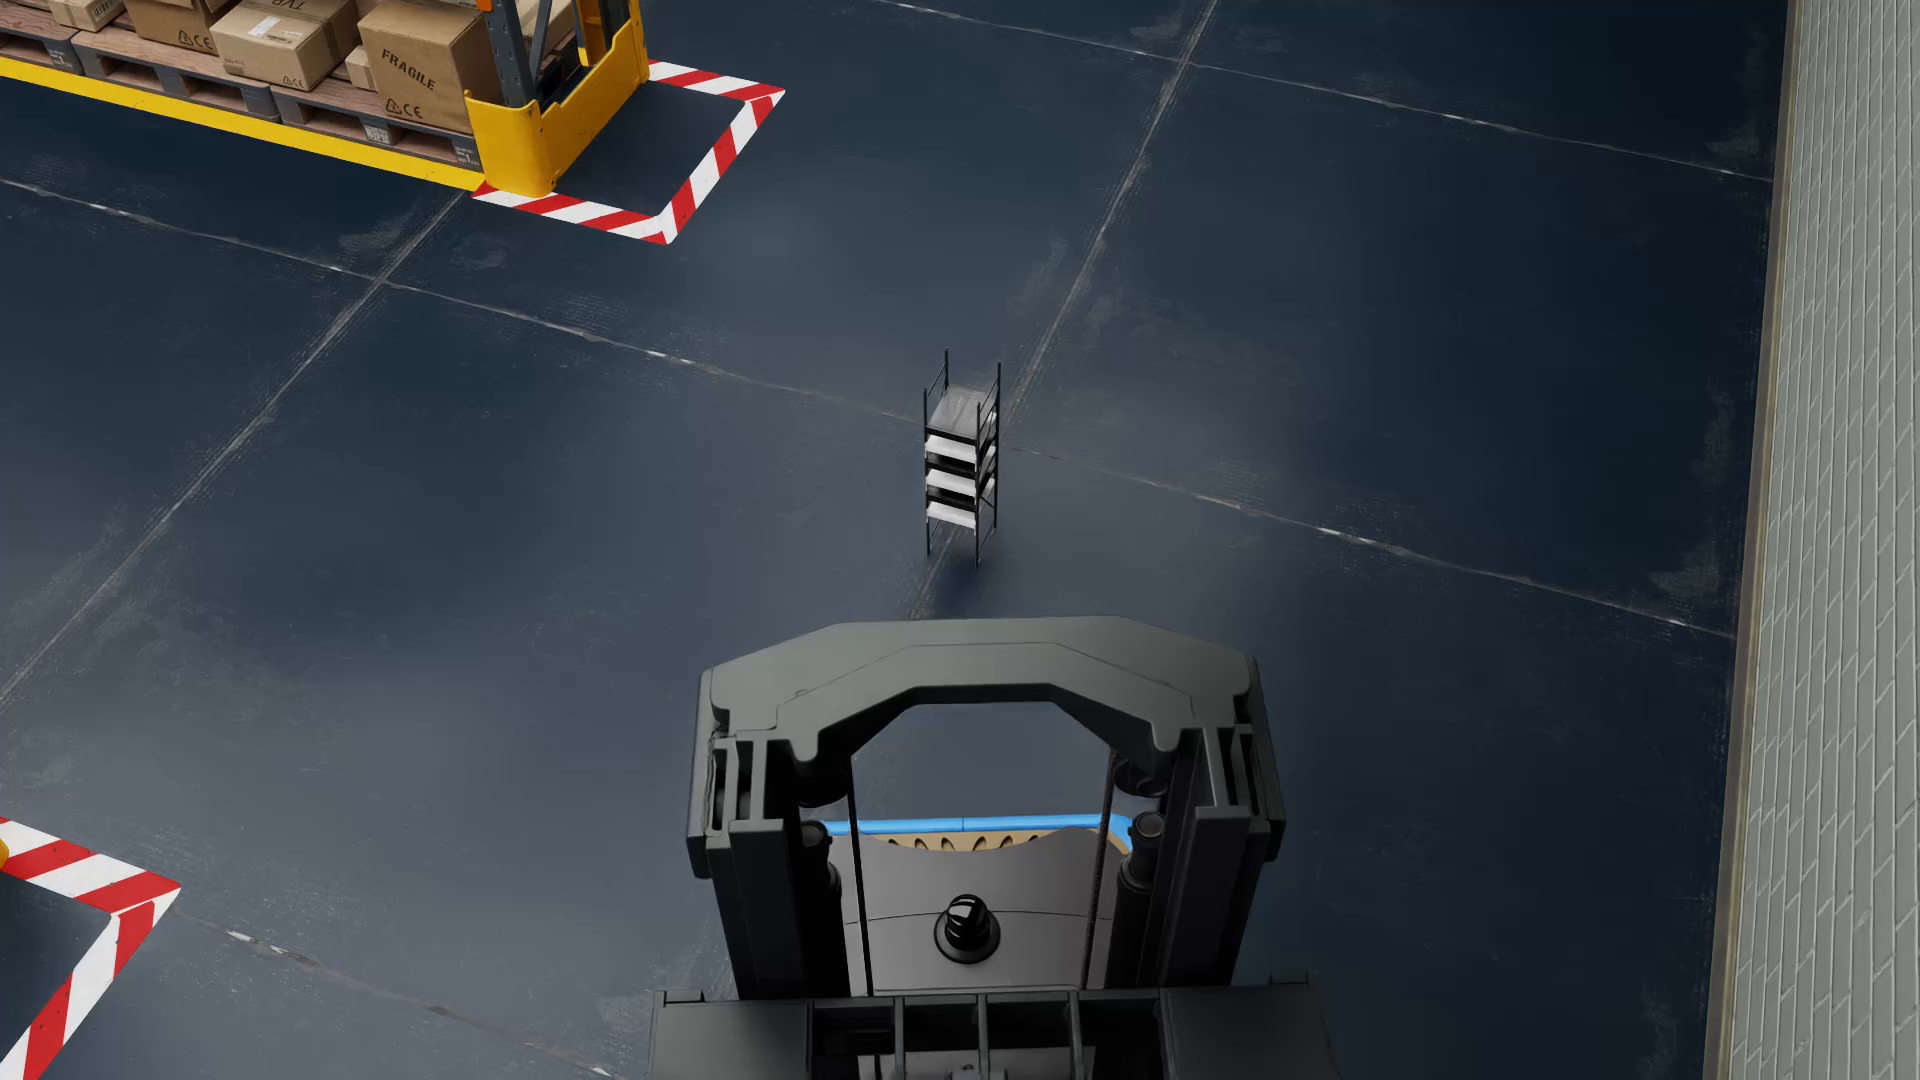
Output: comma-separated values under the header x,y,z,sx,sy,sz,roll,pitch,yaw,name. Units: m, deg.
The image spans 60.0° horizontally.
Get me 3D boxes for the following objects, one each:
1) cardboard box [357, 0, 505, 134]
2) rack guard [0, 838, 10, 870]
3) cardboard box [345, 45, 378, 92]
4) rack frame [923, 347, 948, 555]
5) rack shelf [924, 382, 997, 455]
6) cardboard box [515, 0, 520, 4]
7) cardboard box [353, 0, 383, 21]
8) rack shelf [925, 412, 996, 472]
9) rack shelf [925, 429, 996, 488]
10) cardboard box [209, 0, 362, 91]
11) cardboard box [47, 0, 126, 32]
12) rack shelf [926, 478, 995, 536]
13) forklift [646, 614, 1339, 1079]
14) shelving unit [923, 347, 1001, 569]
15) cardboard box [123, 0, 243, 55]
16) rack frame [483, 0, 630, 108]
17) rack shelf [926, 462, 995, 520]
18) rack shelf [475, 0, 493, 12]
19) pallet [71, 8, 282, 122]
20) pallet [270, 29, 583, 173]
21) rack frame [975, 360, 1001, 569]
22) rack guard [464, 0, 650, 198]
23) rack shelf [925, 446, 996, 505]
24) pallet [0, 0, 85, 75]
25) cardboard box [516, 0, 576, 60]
x,y,z,sx,sy,sz,roll,pitch,yaw,name
-2.495,-2.356,8.036,0.500,0.500,0.500,16,51,13,cardboard box
-3.593,1.263,5.191,0.348,0.500,1.175,16,51,13,rack guard
-2.844,-2.416,8.310,0.250,0.166,0.380,16,51,13,cardboard box
-0.088,-0.319,6.298,0.006,0.900,0.240,16,51,13,rack frame
0.008,-0.448,6.096,0.200,0.077,0.258,16,51,13,rack shelf
-2.408,-2.698,8.553,0.250,0.166,0.380,16,51,13,cardboard box
-2.781,-2.781,8.570,0.500,0.250,0.500,16,51,13,cardboard box
0.008,-0.389,6.164,0.200,0.077,0.258,16,51,13,rack shelf
0.008,-0.330,6.232,0.200,0.077,0.258,16,51,13,rack shelf
-3.376,-2.544,8.365,0.500,0.250,0.500,16,51,13,cardboard box
-4.519,-2.844,8.680,0.250,0.166,0.380,16,51,13,cardboard box
0.008,-0.153,6.436,0.200,0.077,0.258,16,51,13,rack shelf
0.055,1.619,3.273,1.130,2.935,3.031,-1,49,-1,forklift
0.008,-0.293,6.275,0.210,0.900,0.258,16,51,13,shelving unit
-3.888,-2.948,8.548,0.637,0.503,0.797,16,51,13,cardboard box
-1.900,-3.063,7.286,0.127,3.000,1.000,16,51,13,rack frame
0.008,-0.212,6.368,0.200,0.077,0.258,16,51,13,rack shelf
-3.776,-3.351,8.012,4.000,0.370,1.077,16,51,13,rack shelf
-3.860,-2.698,8.815,1.213,0.211,1.003,16,51,13,pallet
-2.720,-2.377,8.538,1.213,0.211,1.003,16,51,13,pallet
0.103,-0.266,6.252,0.006,0.900,0.240,16,51,13,rack frame
-1.971,-2.264,8.248,0.348,0.500,1.175,16,51,13,rack guard
0.008,-0.271,6.300,0.200,0.077,0.258,16,51,13,rack shelf
-5.008,-3.016,9.091,1.213,0.211,1.003,16,51,13,pallet
-2.174,-2.626,8.503,0.250,0.149,0.380,16,51,13,cardboard box
